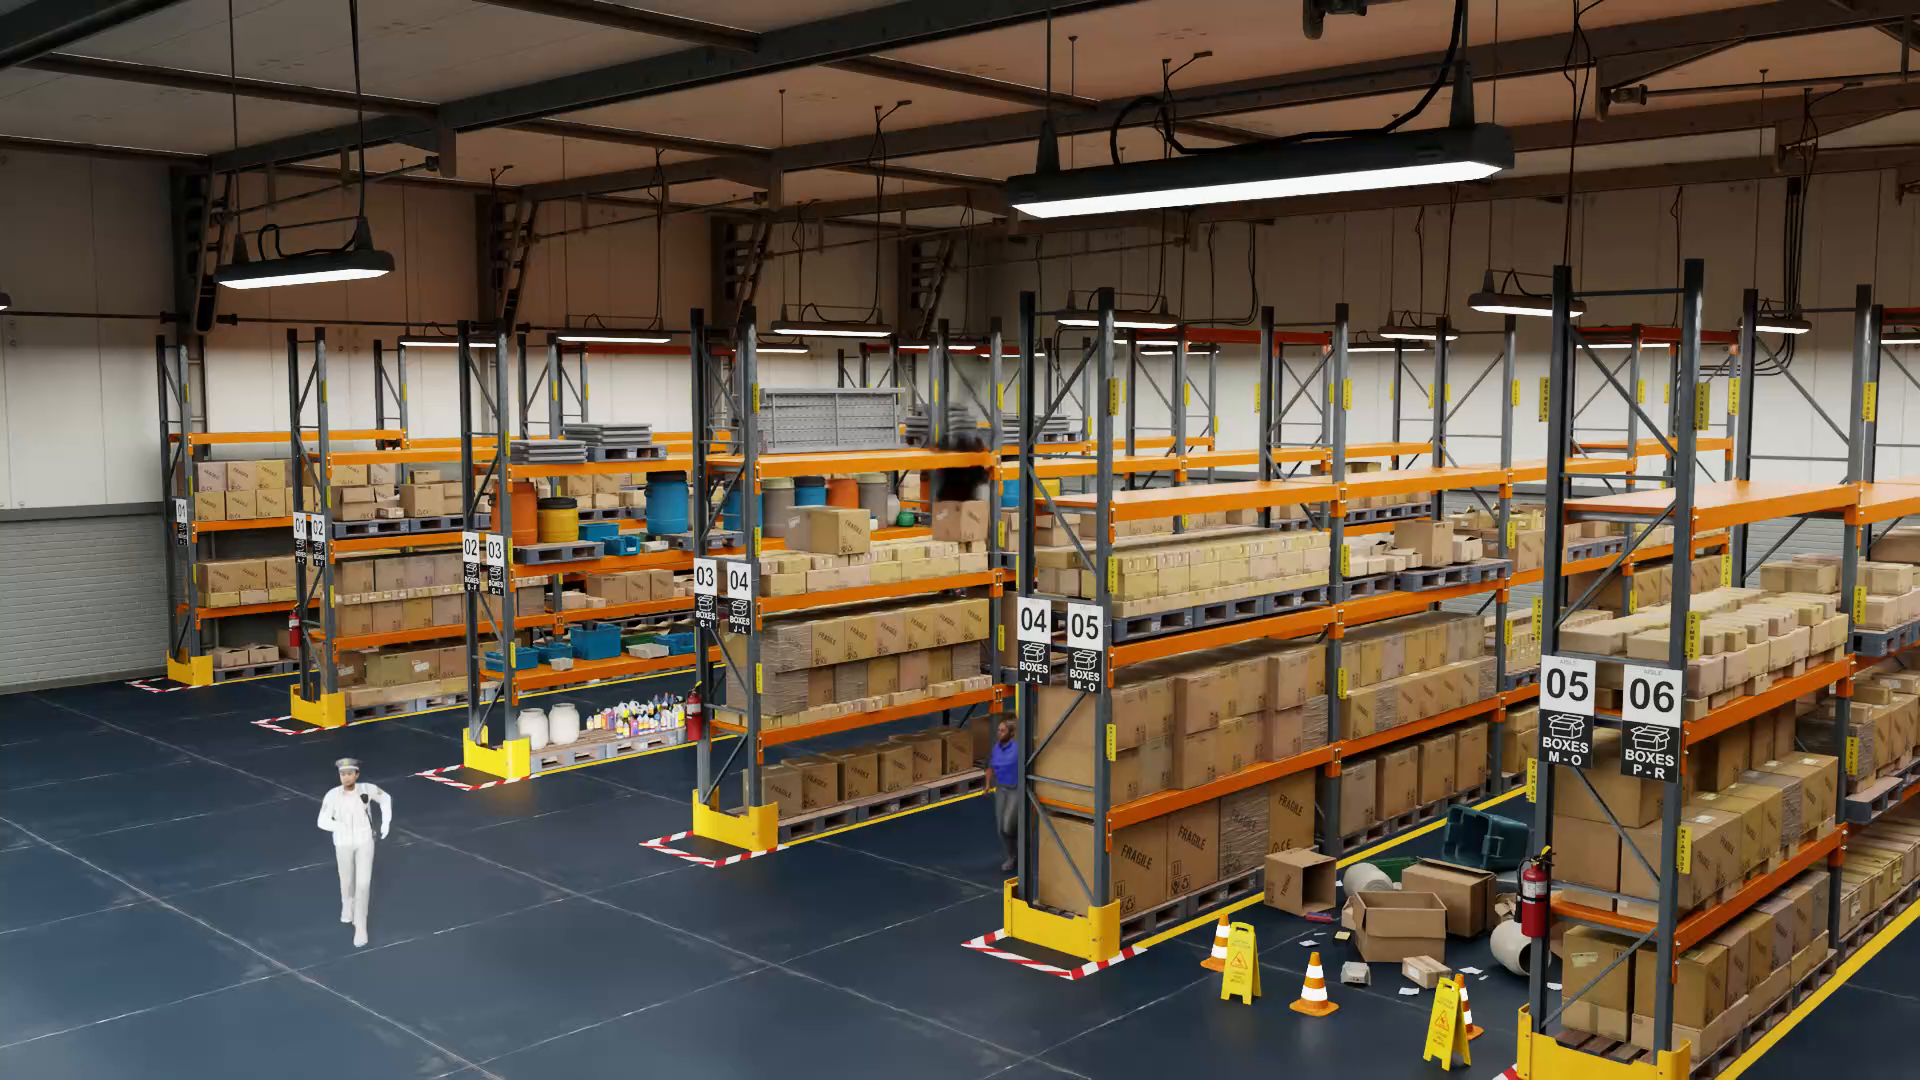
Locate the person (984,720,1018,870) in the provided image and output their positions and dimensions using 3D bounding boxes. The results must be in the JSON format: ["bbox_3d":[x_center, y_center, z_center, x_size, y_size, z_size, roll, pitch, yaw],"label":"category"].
[{"bbox_3d":[0.535,2.723,17.660,0.596,1.610,0.621,4,7,37],"label":"person"}]

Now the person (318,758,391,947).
[{"bbox_3d":[-5.657,2.867,15.582,0.622,1.736,0.878,-1,6,-13],"label":"person"}]
